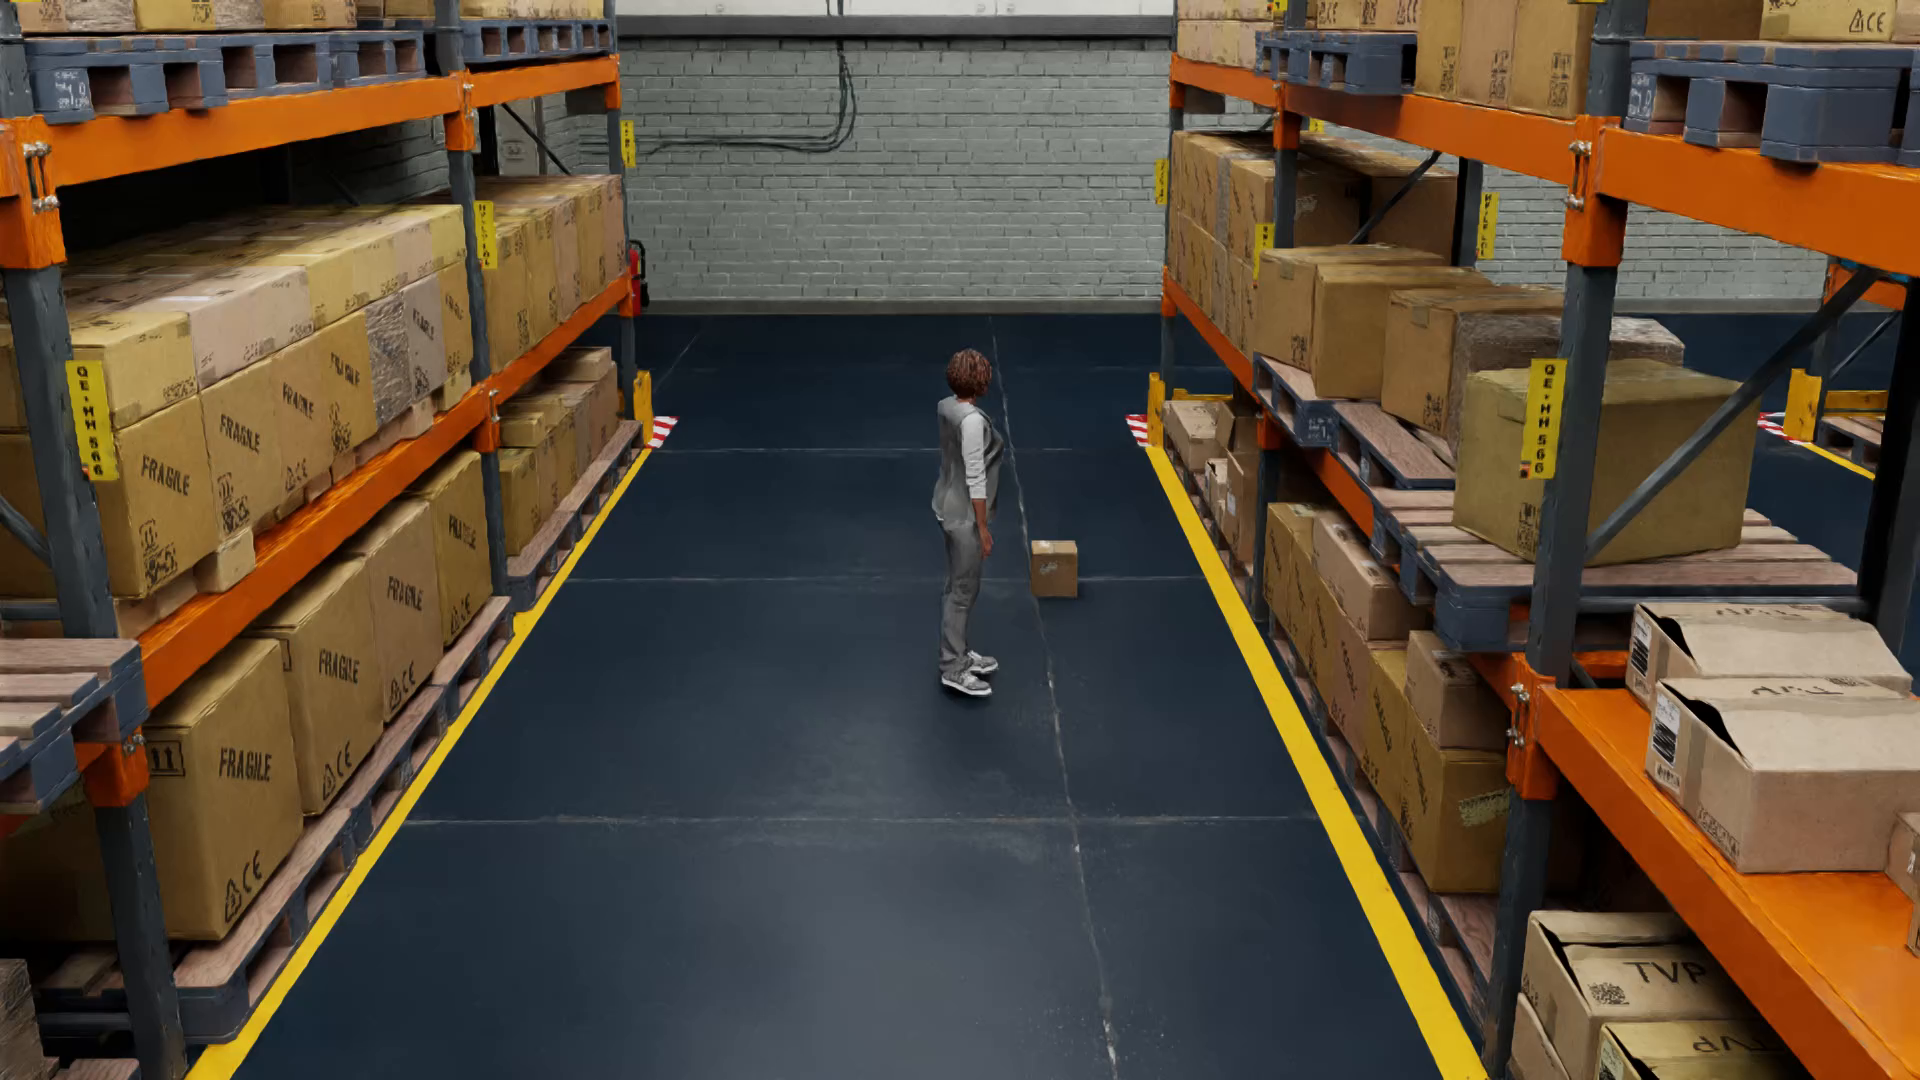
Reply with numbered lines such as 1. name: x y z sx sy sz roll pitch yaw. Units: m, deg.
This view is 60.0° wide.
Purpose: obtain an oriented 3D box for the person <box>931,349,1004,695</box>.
1. person: 0.041 -0.096 7.789 0.331 1.606 0.488 -4 18 -13
